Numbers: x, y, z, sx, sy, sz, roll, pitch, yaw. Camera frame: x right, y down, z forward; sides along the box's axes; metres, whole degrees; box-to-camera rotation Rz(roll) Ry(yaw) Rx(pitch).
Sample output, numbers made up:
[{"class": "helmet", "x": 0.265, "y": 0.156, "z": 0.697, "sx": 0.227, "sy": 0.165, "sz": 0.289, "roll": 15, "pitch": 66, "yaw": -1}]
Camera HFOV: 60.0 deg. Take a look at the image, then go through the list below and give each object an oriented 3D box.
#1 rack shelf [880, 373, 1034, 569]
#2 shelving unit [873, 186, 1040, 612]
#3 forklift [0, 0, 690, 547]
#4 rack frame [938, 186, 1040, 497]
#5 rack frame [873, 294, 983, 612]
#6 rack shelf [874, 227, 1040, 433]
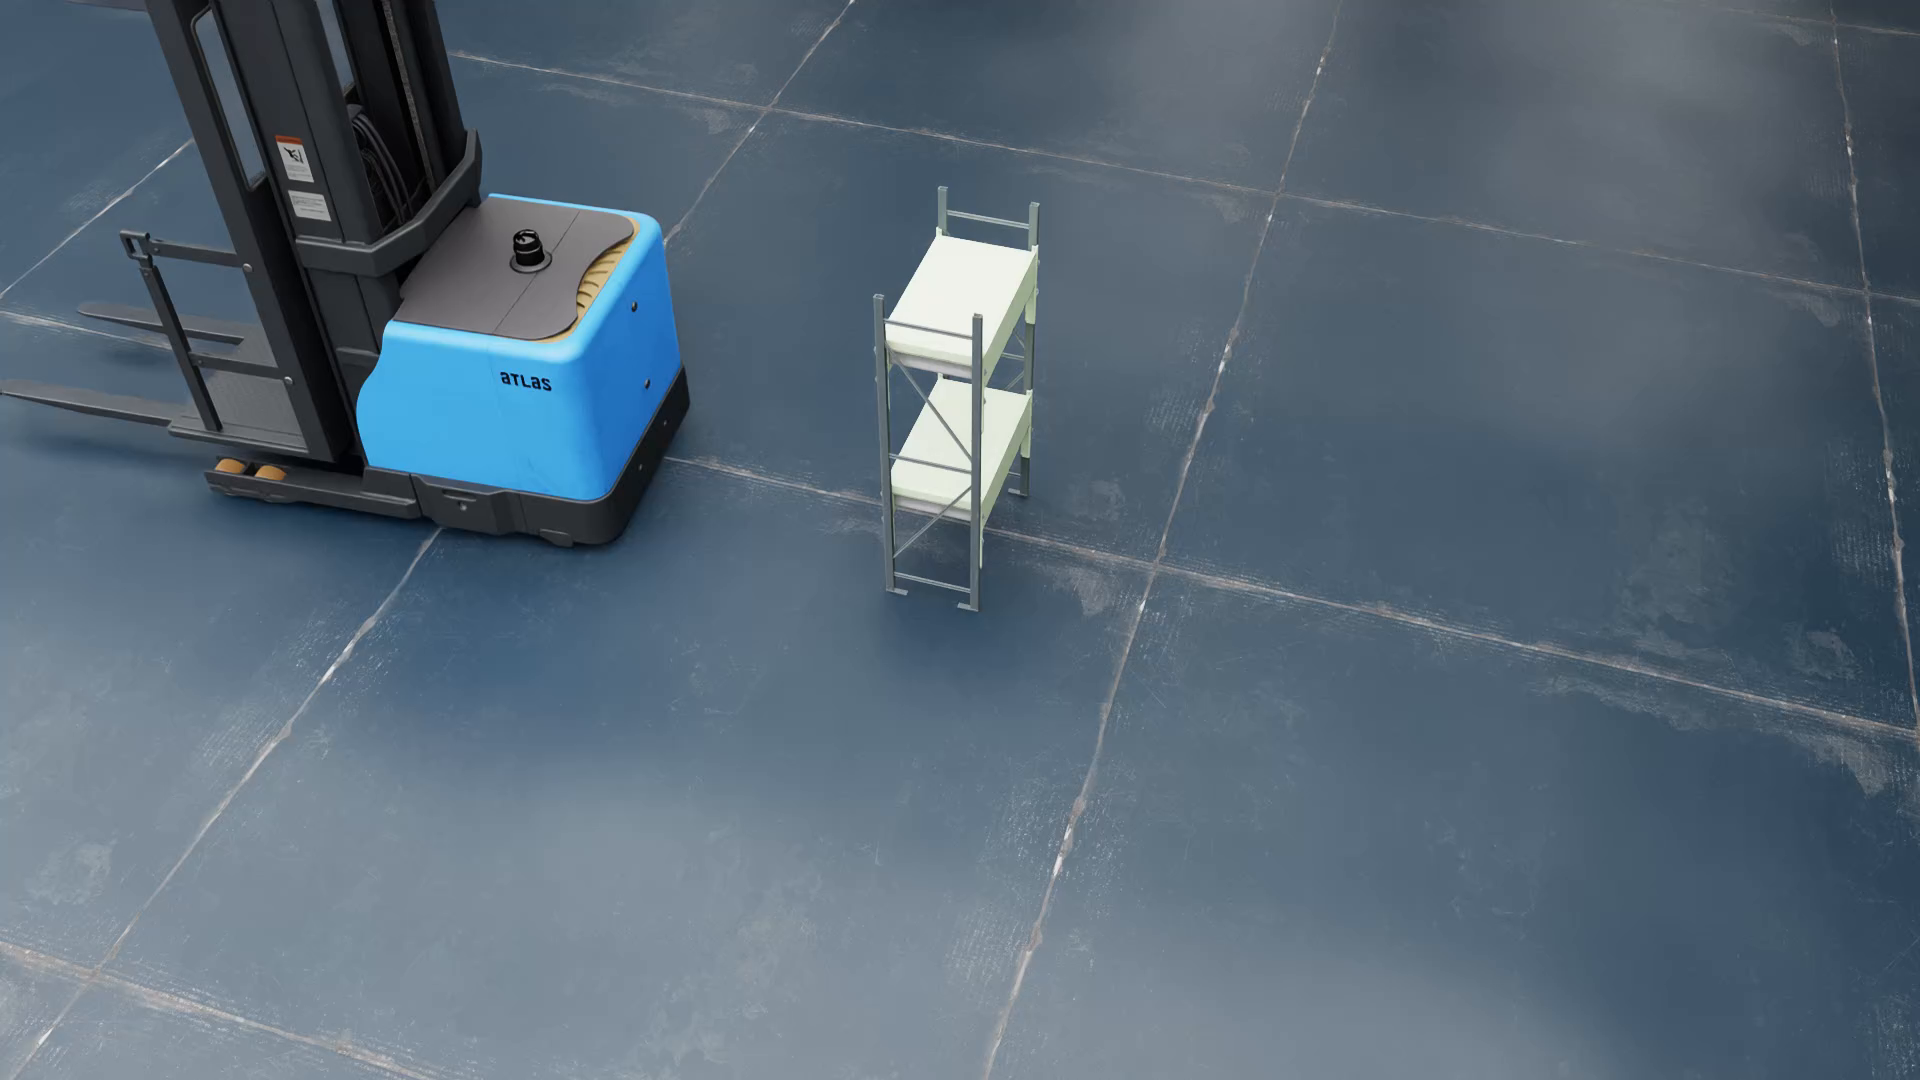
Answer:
[{"class": "rack shelf", "x": -0.002, "y": -0.299, "z": 6.848, "sx": 0.431, "sy": 0.370, "sz": 0.720, "roll": 13, "pitch": 46, "yaw": 12}, {"class": "shelving unit", "x": -0.002, "y": -0.532, "z": 6.620, "sx": 0.431, "sy": 1.500, "sz": 0.755, "roll": 13, "pitch": 46, "yaw": 12}, {"class": "forklift", "x": -2.820, "y": -1.560, "z": 6.647, "sx": 3.031, "sy": 2.935, "sz": 1.130, "roll": 9, "pitch": 45, "yaw": 9}, {"class": "rack frame", "x": 0.109, "y": -0.776, "z": 6.869, "sx": 0.400, "sy": 1.500, "sz": 0.023, "roll": 13, "pitch": 46, "yaw": 12}, {"class": "rack frame", "x": -0.113, "y": -0.288, "z": 6.371, "sx": 0.400, "sy": 1.500, "sz": 0.023, "roll": 13, "pitch": 46, "yaw": 12}, {"class": "rack shelf", "x": -0.002, "y": -0.811, "z": 6.347, "sx": 0.431, "sy": 0.370, "sz": 0.720, "roll": 13, "pitch": 46, "yaw": 12}]
